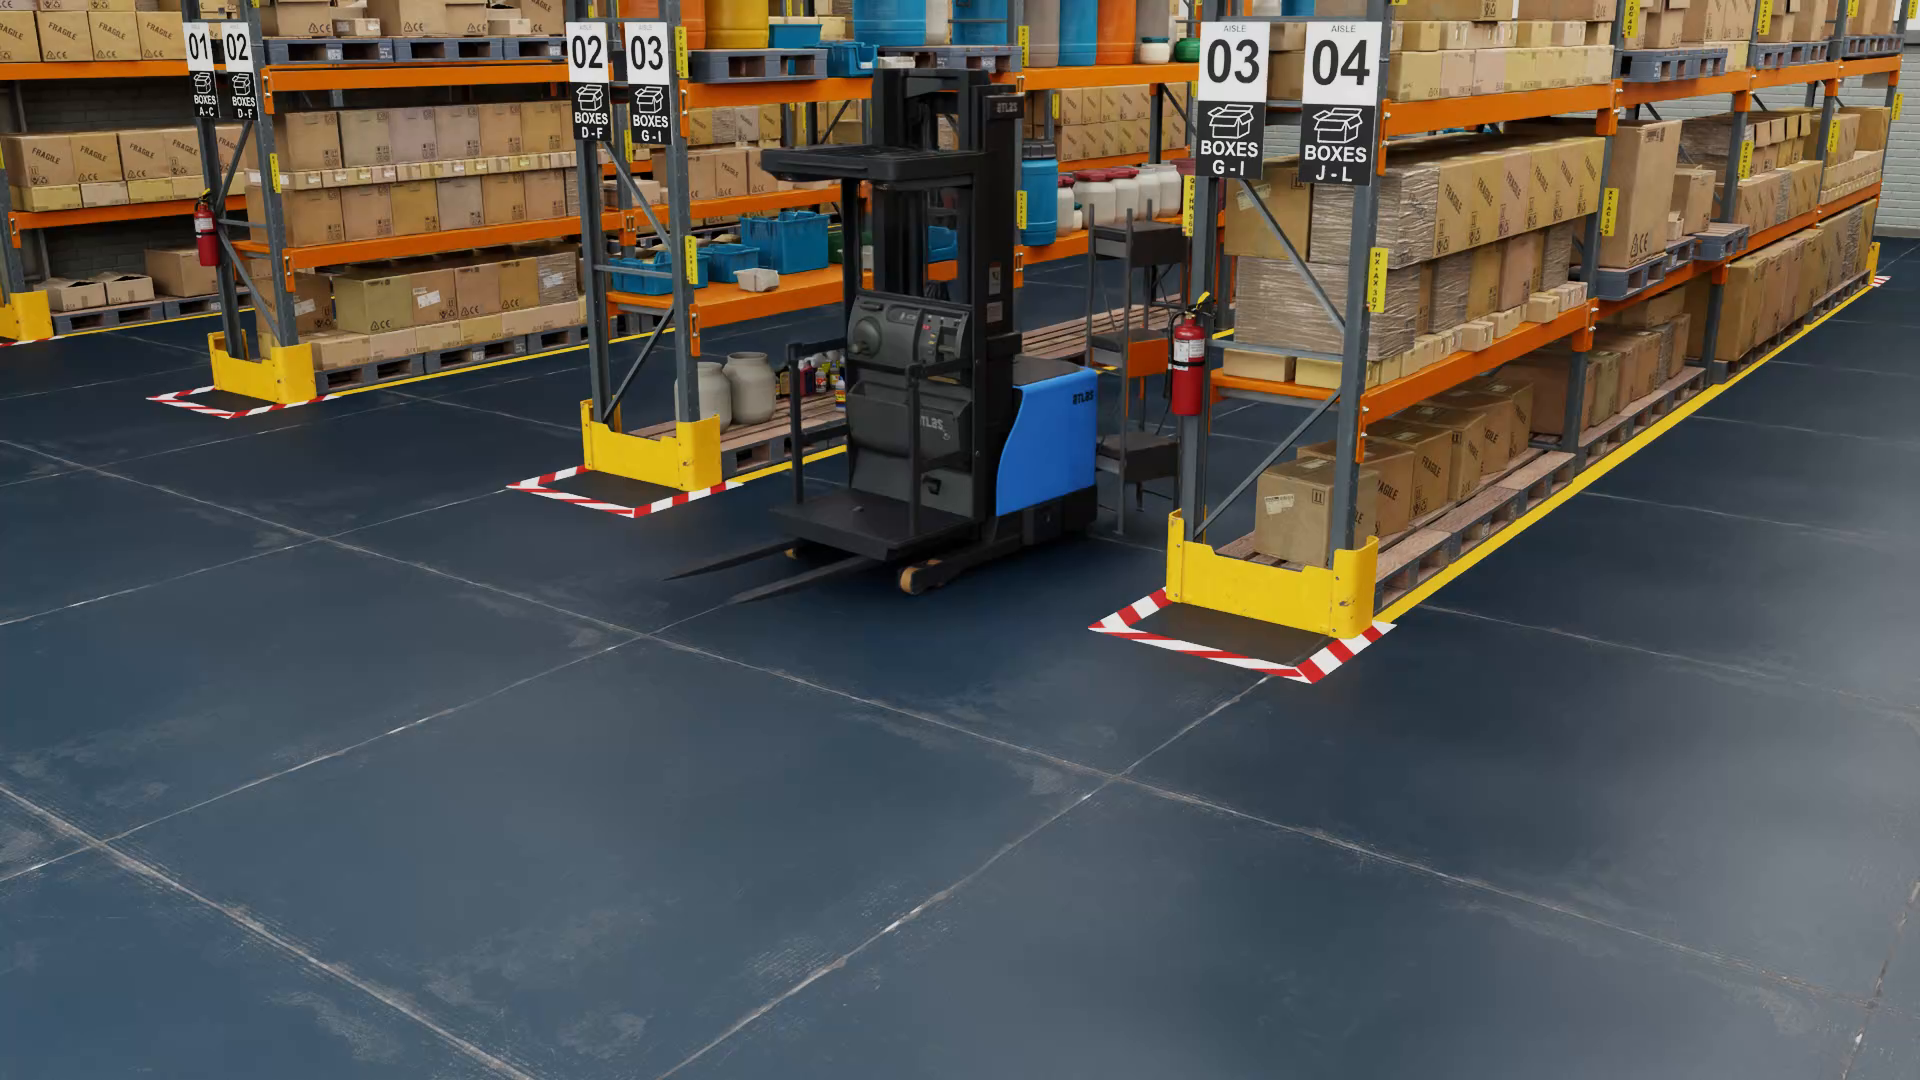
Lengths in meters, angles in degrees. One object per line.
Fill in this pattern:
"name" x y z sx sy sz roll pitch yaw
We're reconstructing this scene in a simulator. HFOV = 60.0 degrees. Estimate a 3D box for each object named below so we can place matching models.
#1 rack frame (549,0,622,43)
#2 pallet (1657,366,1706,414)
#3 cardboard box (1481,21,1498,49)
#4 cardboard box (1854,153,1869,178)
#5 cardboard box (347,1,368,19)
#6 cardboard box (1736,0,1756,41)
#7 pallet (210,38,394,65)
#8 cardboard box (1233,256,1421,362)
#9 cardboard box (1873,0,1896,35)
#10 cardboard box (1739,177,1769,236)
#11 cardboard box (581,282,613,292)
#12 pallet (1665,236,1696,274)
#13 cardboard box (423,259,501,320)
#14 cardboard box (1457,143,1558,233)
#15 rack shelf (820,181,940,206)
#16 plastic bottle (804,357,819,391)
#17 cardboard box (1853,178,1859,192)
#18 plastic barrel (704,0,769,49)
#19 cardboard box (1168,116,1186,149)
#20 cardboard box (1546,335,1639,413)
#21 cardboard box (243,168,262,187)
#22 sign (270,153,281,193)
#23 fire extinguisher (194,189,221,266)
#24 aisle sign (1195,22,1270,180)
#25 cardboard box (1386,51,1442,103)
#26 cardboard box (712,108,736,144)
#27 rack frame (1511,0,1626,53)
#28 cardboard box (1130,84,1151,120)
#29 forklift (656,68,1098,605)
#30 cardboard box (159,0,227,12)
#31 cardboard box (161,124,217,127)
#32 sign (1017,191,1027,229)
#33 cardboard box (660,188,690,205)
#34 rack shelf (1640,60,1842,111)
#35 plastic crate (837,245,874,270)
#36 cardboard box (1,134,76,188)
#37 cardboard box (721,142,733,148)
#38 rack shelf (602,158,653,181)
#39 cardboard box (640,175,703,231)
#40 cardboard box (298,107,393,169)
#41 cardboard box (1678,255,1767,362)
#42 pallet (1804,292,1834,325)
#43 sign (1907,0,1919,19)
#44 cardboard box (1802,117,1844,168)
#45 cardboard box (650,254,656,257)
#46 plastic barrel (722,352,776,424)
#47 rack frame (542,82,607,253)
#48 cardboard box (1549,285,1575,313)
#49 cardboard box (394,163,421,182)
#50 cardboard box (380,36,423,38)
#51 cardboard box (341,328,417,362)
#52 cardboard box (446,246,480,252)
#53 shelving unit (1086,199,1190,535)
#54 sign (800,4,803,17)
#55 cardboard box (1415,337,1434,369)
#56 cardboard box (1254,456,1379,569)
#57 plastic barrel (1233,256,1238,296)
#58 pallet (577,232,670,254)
"rack frame" -3.874 -6.582 16.765 1.000 3.000 0.127 12 21 35
"pallet" 5.996 -1.401 14.898 1.003 0.211 1.213 12 21 35
"cardboard box" 2.848 -2.893 9.523 0.380 0.149 0.250 11 21 32
"cardboard box" 10.548 -4.490 19.895 0.500 0.250 0.500 12 21 33
"cardboard box" -5.452 -4.875 15.532 0.500 0.311 0.500 16 23 41
"cardboard box" 6.379 -4.479 14.041 0.500 0.500 0.500 13 22 36
"pallet" -5.816 -4.318 14.683 1.003 0.211 1.213 12 21 35
"cardboard box" 2.046 -1.329 9.294 0.875 0.500 0.500 12 21 35
"cardboard box" 10.962 -6.419 20.253 0.700 0.500 0.500 11 20 31
"cardboard box" 7.276 -3.157 15.683 0.500 0.500 0.500 12 21 33
"cardboard box" -3.860 -2.754 18.483 0.500 0.250 0.500 12 21 34
"pallet" 5.316 -2.348 13.570 1.003 0.211 1.213 12 21 35
"cardboard box" -4.864 -2.455 16.255 0.500 0.500 0.500 12 21 35
"cardboard box" 3.437 -2.239 10.539 0.500 0.500 0.500 12 21 35
"rack shelf" -0.299 -4.802 22.363 1.077 0.370 4.000 12 21 35
"plastic bottle" -1.285 -1.400 14.046 0.152 0.276 0.135 12 21 33
"cardboard box" 10.371 -4.197 19.623 0.380 0.149 0.250 13 21 36
"plastic barrel" -1.705 -3.905 12.177 0.600 0.588 0.600 0 17 0
"cardboard box" 3.227 -6.468 26.345 0.500 0.500 0.500 13 22 36
"cardboard box" 5.095 -1.368 13.564 0.700 0.500 0.500 10 20 30
"cardboard box" -6.183 -3.246 14.877 0.380 0.149 0.250 12 21 34
"sign" -5.816 -3.116 14.126 0.100 0.325 0.005 12 21 35
"fire extinguisher" -6.701 -2.781 14.772 0.296 0.674 0.183 12 21 35
"aisle sign" 1.418 -2.293 8.685 0.394 0.787 0.004 12 21 35
"cardboard box" 2.191 -2.443 8.747 0.500 0.250 0.500 13 22 36
"cardboard box" -3.763 -6.300 25.270 0.500 0.500 0.500 12 21 35
"rack frame" 4.079 -4.830 11.125 1.000 3.000 0.127 12 21 35
"cardboard box" 2.626 -6.701 25.409 0.500 0.500 0.500 13 22 36
"forklift" -0.453 -1.246 9.815 1.130 2.935 3.031 15 23 39
"cardboard box" -8.557 -6.133 18.488 0.500 0.500 0.500 12 21 33
"cardboard box" -8.915 -4.572 19.364 0.500 0.500 0.500 13 22 36
"sign" 0.537 -2.873 14.471 0.100 0.325 0.005 12 21 35
"cardboard box" -3.182 -3.772 18.255 0.380 0.149 0.250 12 21 35
"rack shelf" 7.654 -4.483 16.279 1.077 0.370 4.000 12 21 35
"plastic crate" -0.663 -2.283 13.483 0.530 0.136 0.437 12 21 35
"cardboard box" -9.712 -3.995 17.506 0.500 0.500 0.500 12 21 35
"cardboard box" -3.693 -6.018 25.455 0.380 0.149 0.250 12 21 35
"rack shelf" -4.280 -5.677 25.179 1.077 0.370 4.000 12 21 35
"cardboard box" -4.401 -5.077 24.953 0.750 0.750 0.750 12 21 34
"cardboard box" -5.629 -3.679 15.178 0.700 0.500 0.500 12 21 33
"cardboard box" 6.890 -2.265 15.853 1.225 0.875 0.875 11 21 32
"pallet" 9.362 -2.706 19.103 1.003 0.211 1.213 12 21 35
"sign" 11.657 -6.542 20.335 0.100 0.325 0.005 12 21 35
"cardboard box" 9.337 -4.368 18.240 0.500 0.500 0.500 12 21 35
"cardboard box" -3.126 -3.045 18.473 0.500 0.311 0.500 12 21 34
"plastic barrel" -1.652 -1.190 13.005 0.421 0.512 0.421 0 17 0
"rack frame" -5.472 -5.544 23.539 1.000 3.000 0.127 12 21 35
"cardboard box" 4.031 -1.684 11.534 0.380 0.149 0.250 12 21 35
"cardboard box" -5.237 -3.423 15.447 0.380 0.149 0.250 12 21 33
"cardboard box" -7.098 -6.445 20.823 0.500 0.311 0.500 13 22 36
"cardboard box" -5.465 -1.860 15.603 0.500 0.250 0.500 12 21 35
"cardboard box" -6.826 -4.032 22.143 0.700 0.500 0.500 13 21 35
"shelving unit" 1.139 -1.124 10.824 0.503 2.100 0.431 -12 21 -34
"sign" -1.926 -6.445 20.512 0.100 0.325 0.005 12 21 35
"cardboard box" 2.515 -1.095 9.635 0.380 0.149 0.250 12 21 35
"cardboard box" 2.081 -0.165 9.725 0.500 0.500 0.500 -15 23 -40
"plastic barrel" 3.027 -3.076 19.077 0.421 0.512 0.421 0 17 0
"pallet" -4.941 -4.387 24.514 1.003 0.211 1.213 12 21 35
